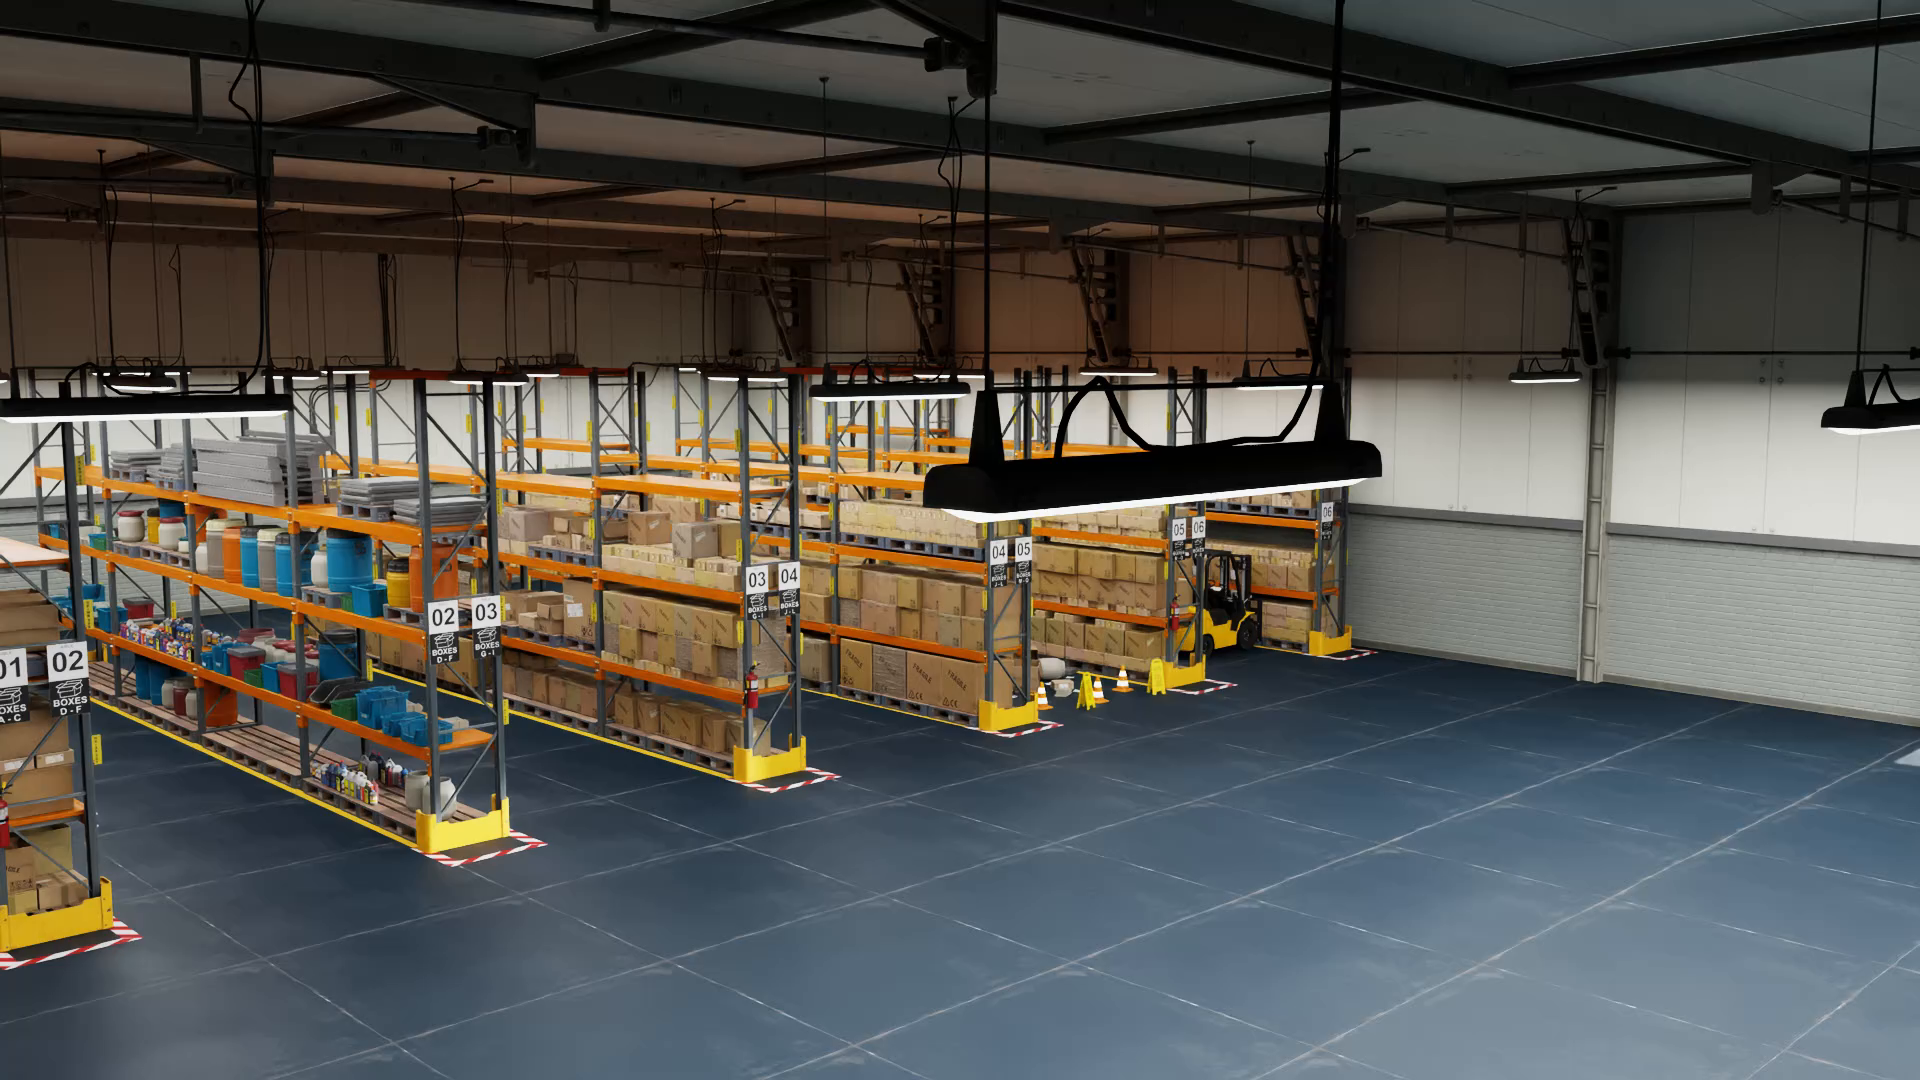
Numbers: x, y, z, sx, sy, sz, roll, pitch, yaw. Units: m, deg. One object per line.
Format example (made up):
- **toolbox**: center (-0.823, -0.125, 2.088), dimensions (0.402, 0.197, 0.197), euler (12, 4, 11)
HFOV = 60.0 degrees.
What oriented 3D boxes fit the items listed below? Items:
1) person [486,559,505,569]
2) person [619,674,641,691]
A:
- **person**: center (-11.318, 0.891, 40.607), dimensions (0.546, 1.710, 0.597), euler (1, 7, 10)
- **person**: center (-6.149, 2.156, 31.109), dimensions (0.734, 1.400, 0.477), euler (3, 7, 22)
